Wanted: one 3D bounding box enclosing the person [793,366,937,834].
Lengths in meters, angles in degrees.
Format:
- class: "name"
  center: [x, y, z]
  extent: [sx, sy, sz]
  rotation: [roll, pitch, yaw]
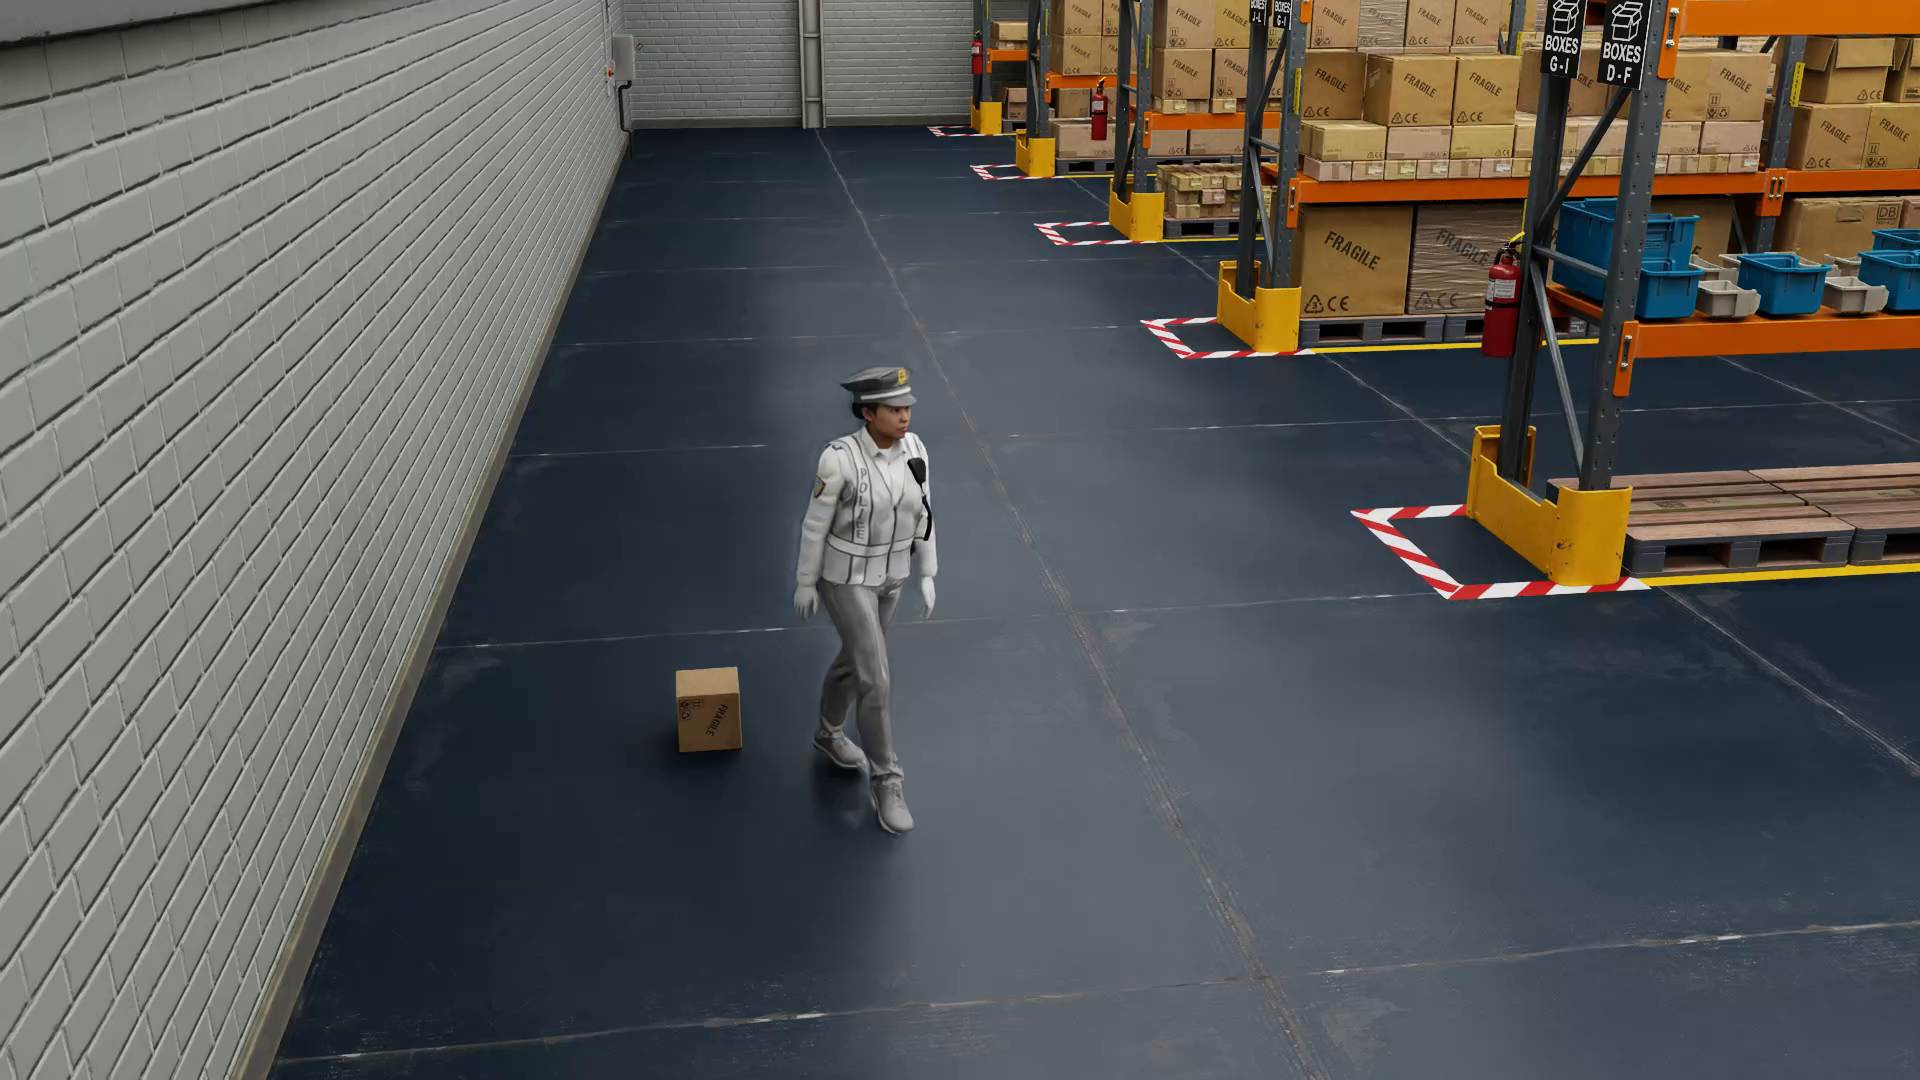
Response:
- class: "person"
  center: [-0.315, 0.162, 6.135]
  extent: [0.508, 1.695, 0.722]
  rotation: [-19, 27, -41]
